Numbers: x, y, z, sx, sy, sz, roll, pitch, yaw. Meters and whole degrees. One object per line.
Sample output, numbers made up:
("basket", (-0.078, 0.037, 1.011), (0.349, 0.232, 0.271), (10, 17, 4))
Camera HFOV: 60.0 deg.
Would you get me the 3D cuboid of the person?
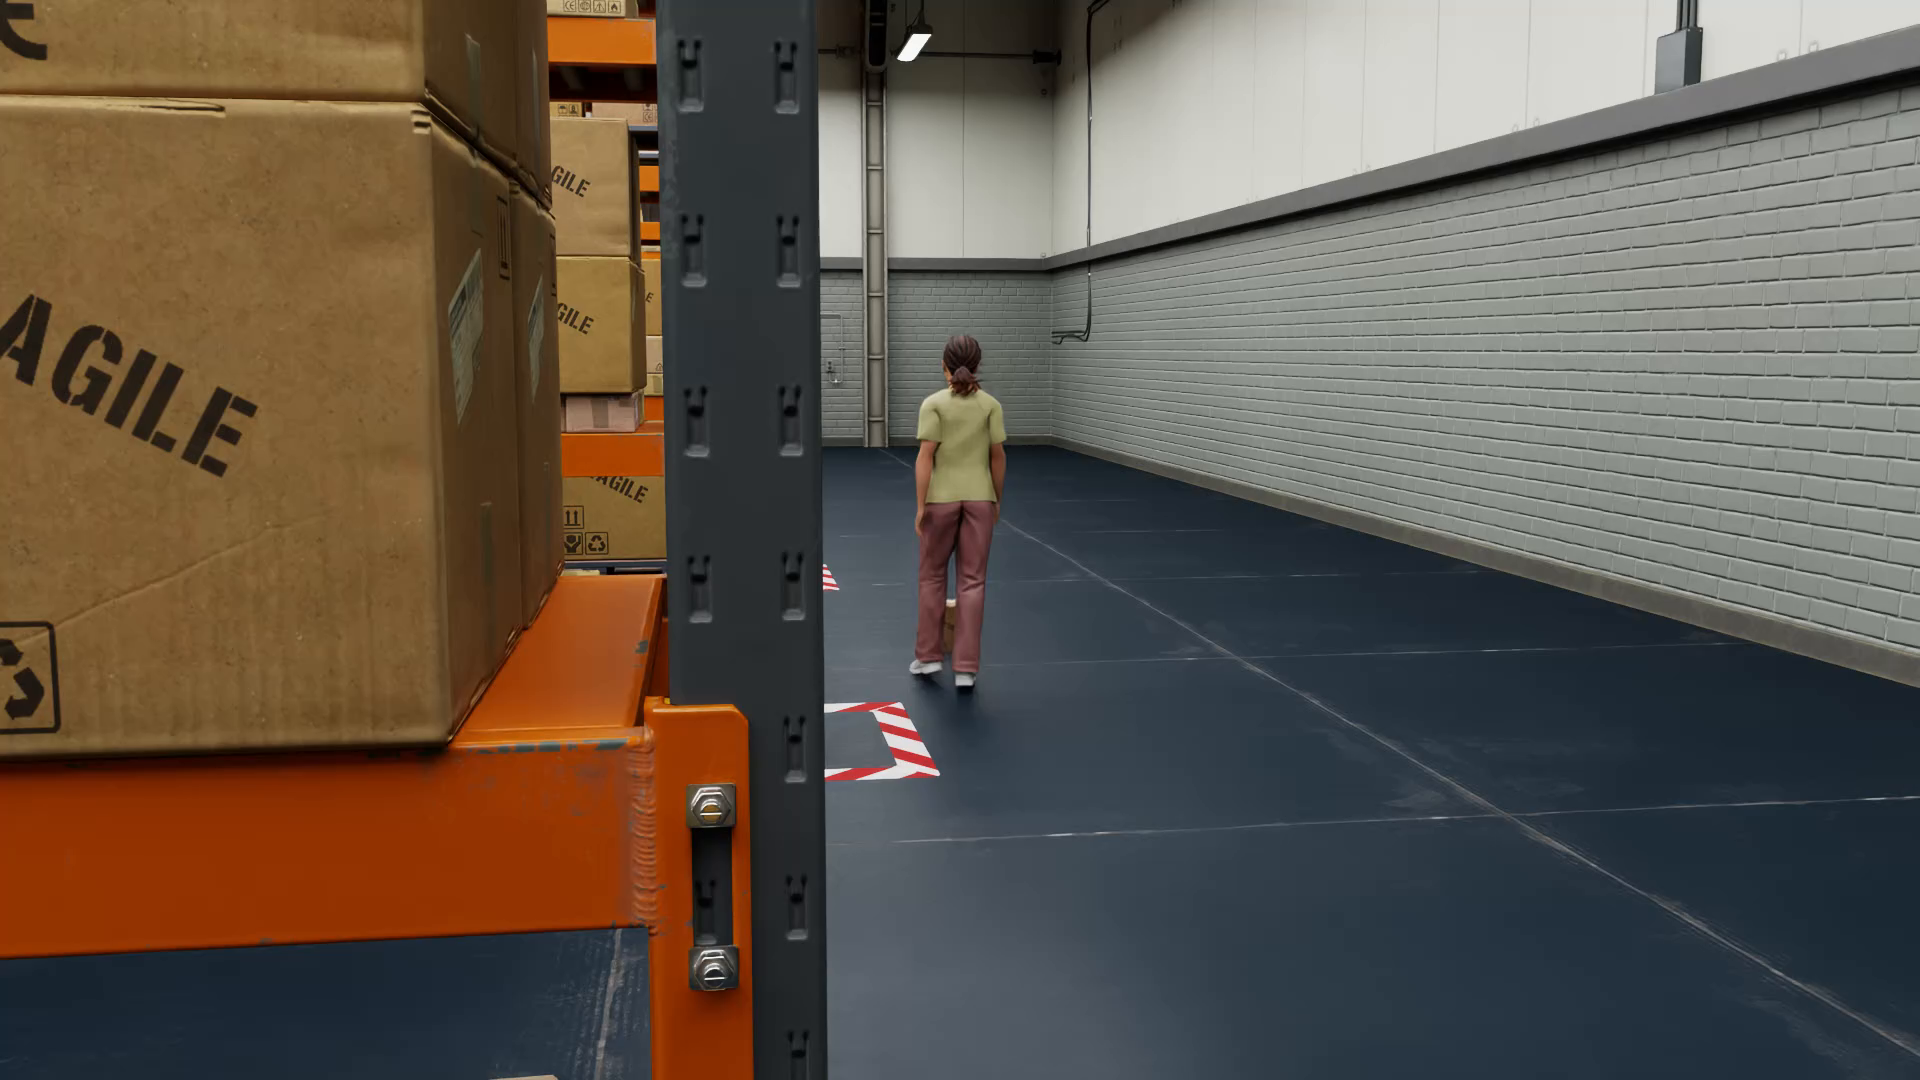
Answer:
("person", (-0.010, -0.145, 8.022), (0.454, 1.681, 0.630), (-1, 7, -7))
